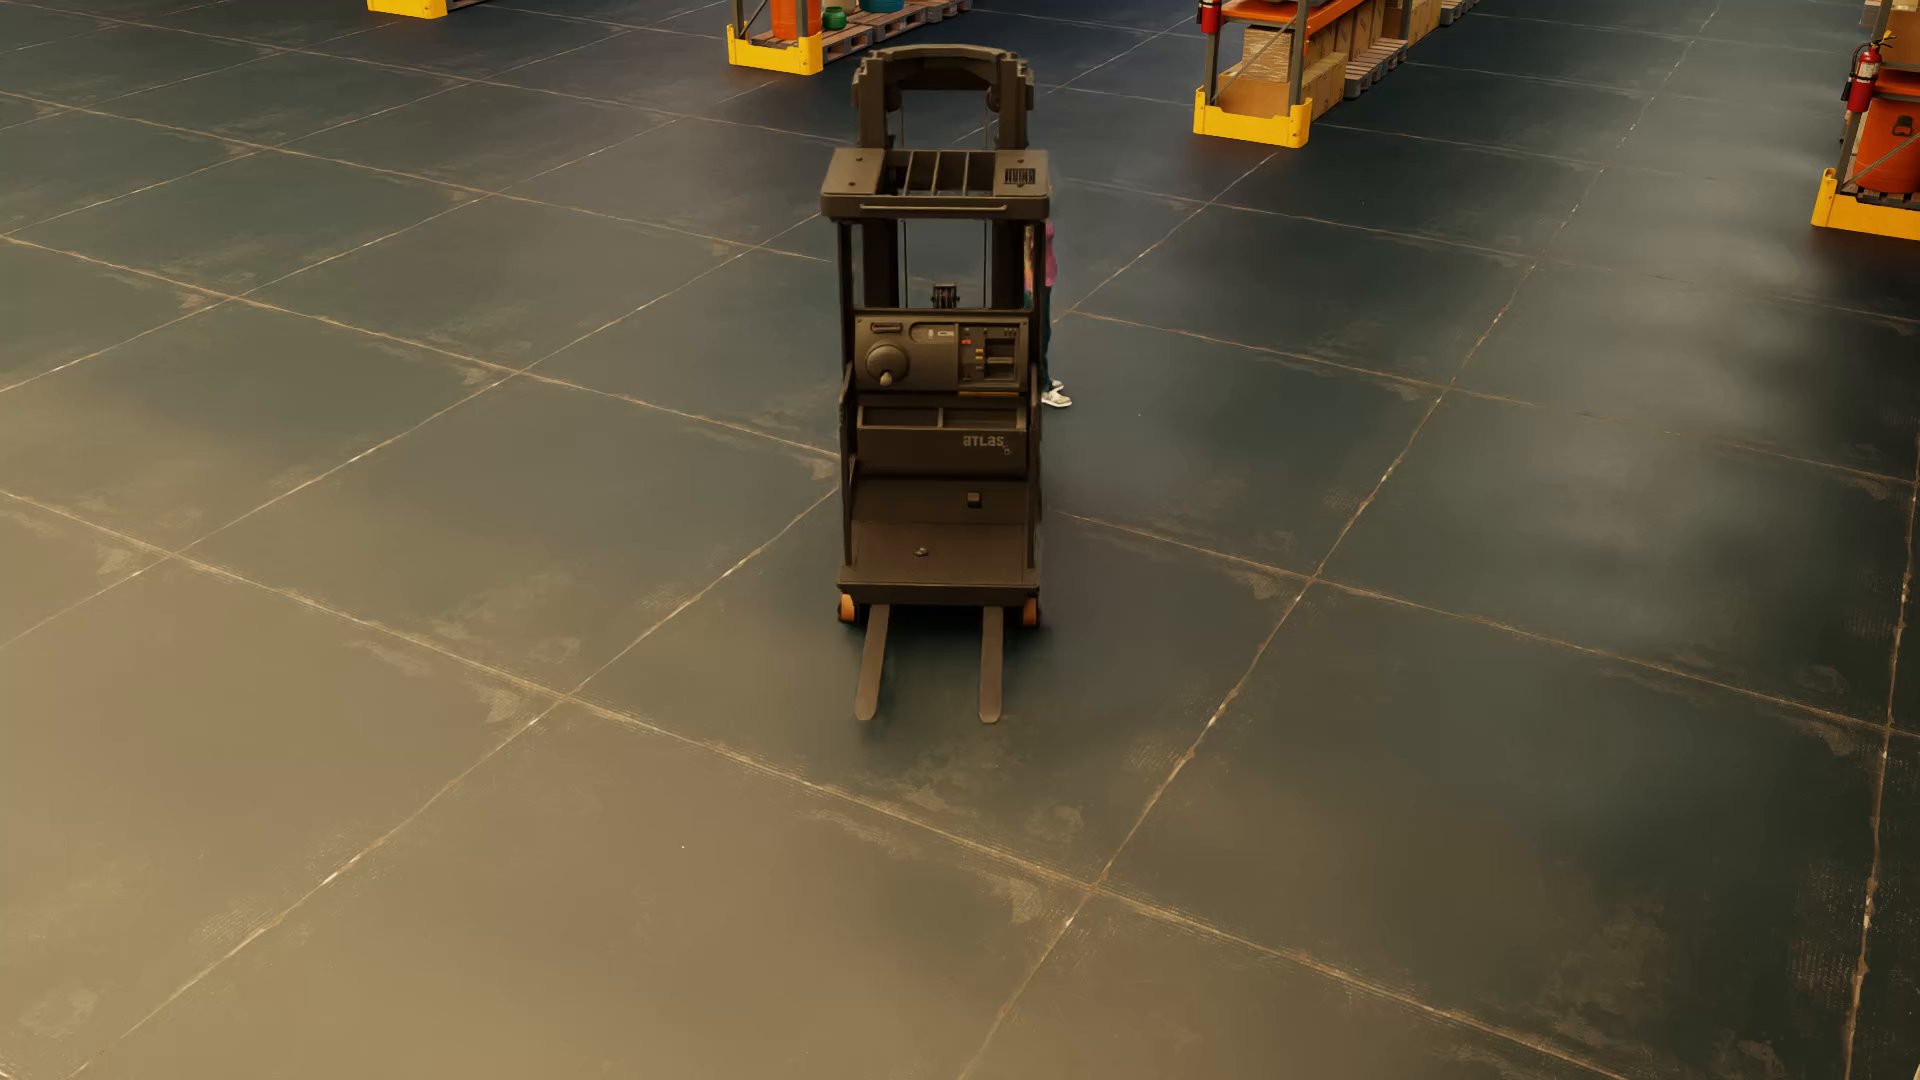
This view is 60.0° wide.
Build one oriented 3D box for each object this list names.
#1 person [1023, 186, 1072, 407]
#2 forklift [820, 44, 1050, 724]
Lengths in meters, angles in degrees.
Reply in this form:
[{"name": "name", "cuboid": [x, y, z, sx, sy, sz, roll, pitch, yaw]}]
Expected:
[{"name": "person", "cuboid": [0.598, -1.753, 11.430, 0.476, 1.597, 0.518, 7, 31, 12]}, {"name": "forklift", "cuboid": [-0.103, -0.955, 8.726, 1.130, 2.935, 3.031, 1, 30, 2]}]
